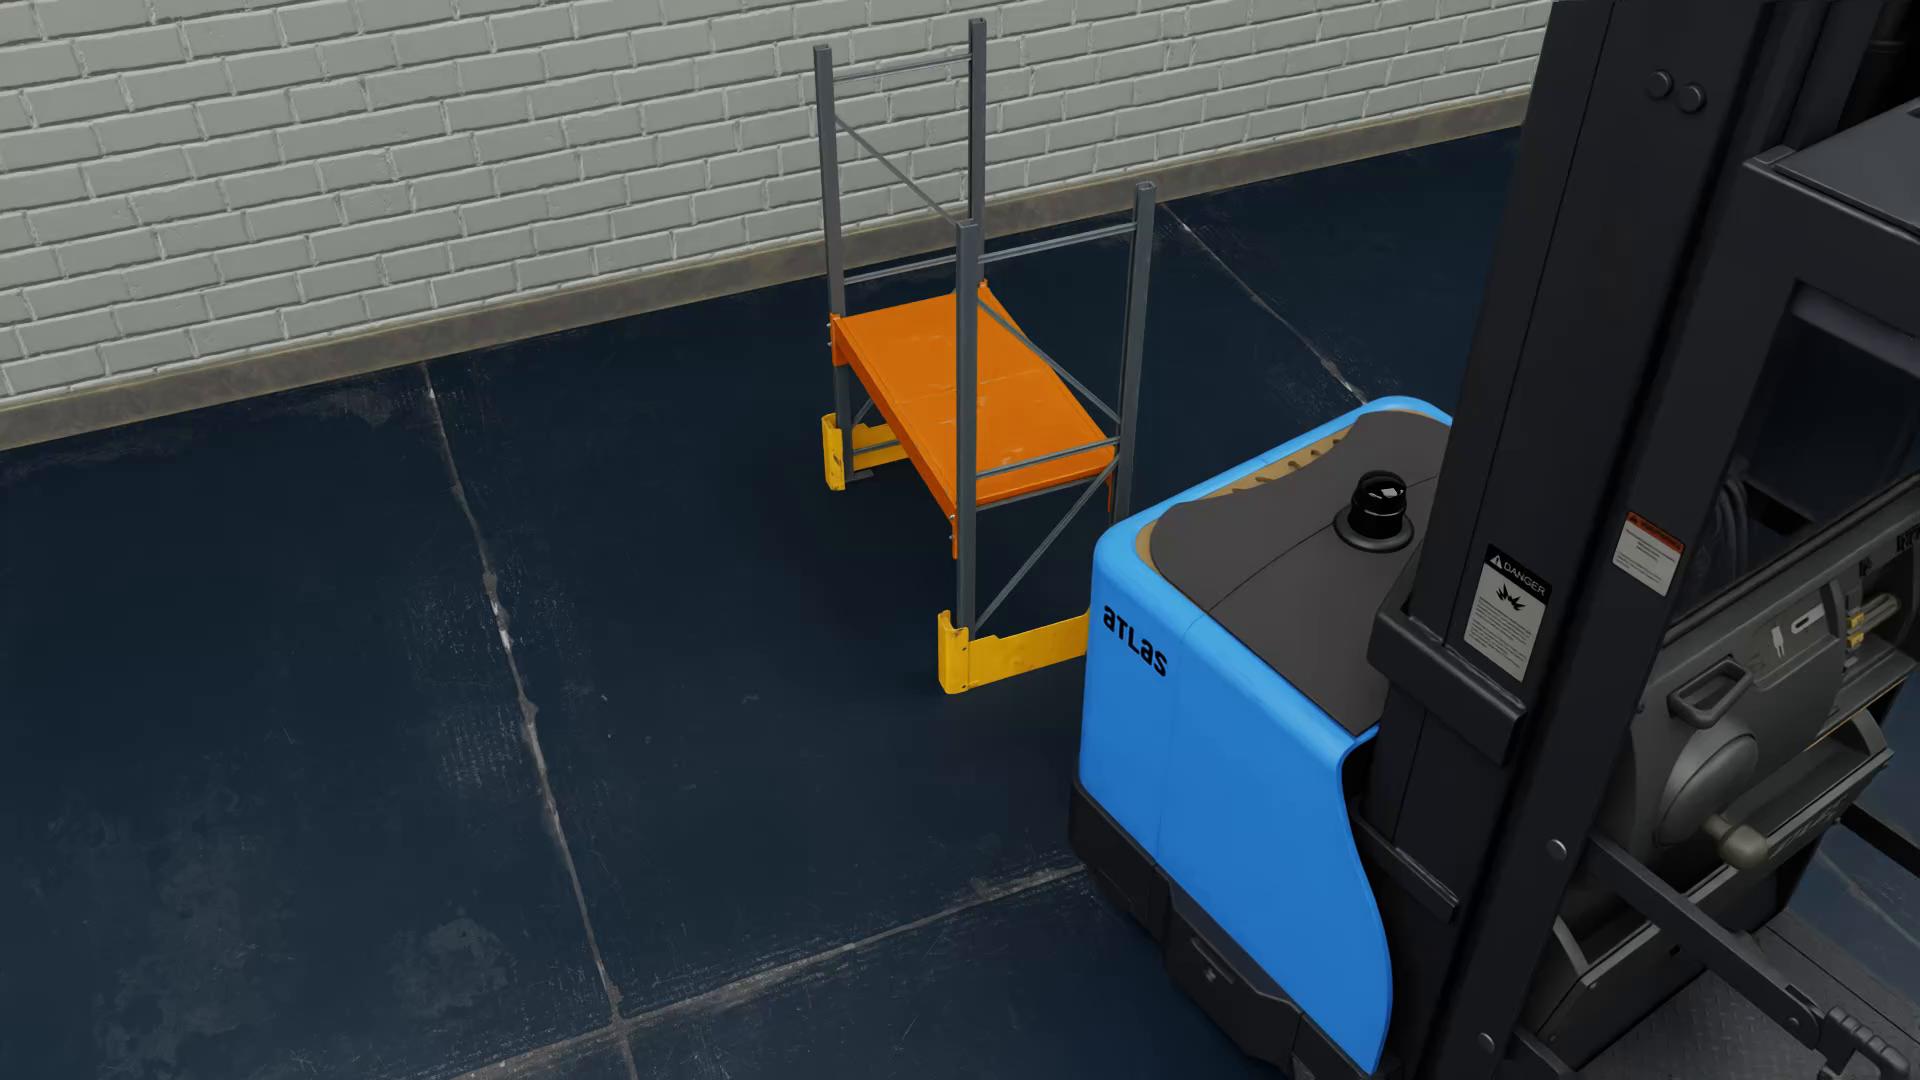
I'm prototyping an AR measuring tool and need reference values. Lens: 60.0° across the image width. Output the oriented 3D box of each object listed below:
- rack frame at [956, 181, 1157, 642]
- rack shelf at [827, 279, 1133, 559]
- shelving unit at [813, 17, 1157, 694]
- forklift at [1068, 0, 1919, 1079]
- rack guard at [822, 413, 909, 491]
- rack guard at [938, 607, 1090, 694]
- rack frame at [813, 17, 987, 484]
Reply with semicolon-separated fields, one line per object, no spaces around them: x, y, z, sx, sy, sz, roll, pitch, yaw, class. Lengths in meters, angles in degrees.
0.227;-0.211;4.345;0.500;1.500;0.032;-15;43;-17;rack frame
0.033;-0.381;4.818;0.538;0.185;1.000;-15;43;-17;rack shelf
0.029;-0.523;4.708;0.587;1.500;1.083;-15;43;-17;shelving unit
1.535;0.295;2.659;1.130;2.935;3.031;-25;46;-26;forklift
-0.161;-0.349;5.464;0.587;0.250;0.087;-15;43;-17;rack guard
0.220;0.251;4.766;0.587;0.250;0.087;-15;43;-17;rack guard
-0.162;-0.823;5.057;0.500;1.500;0.032;-15;43;-17;rack frame
